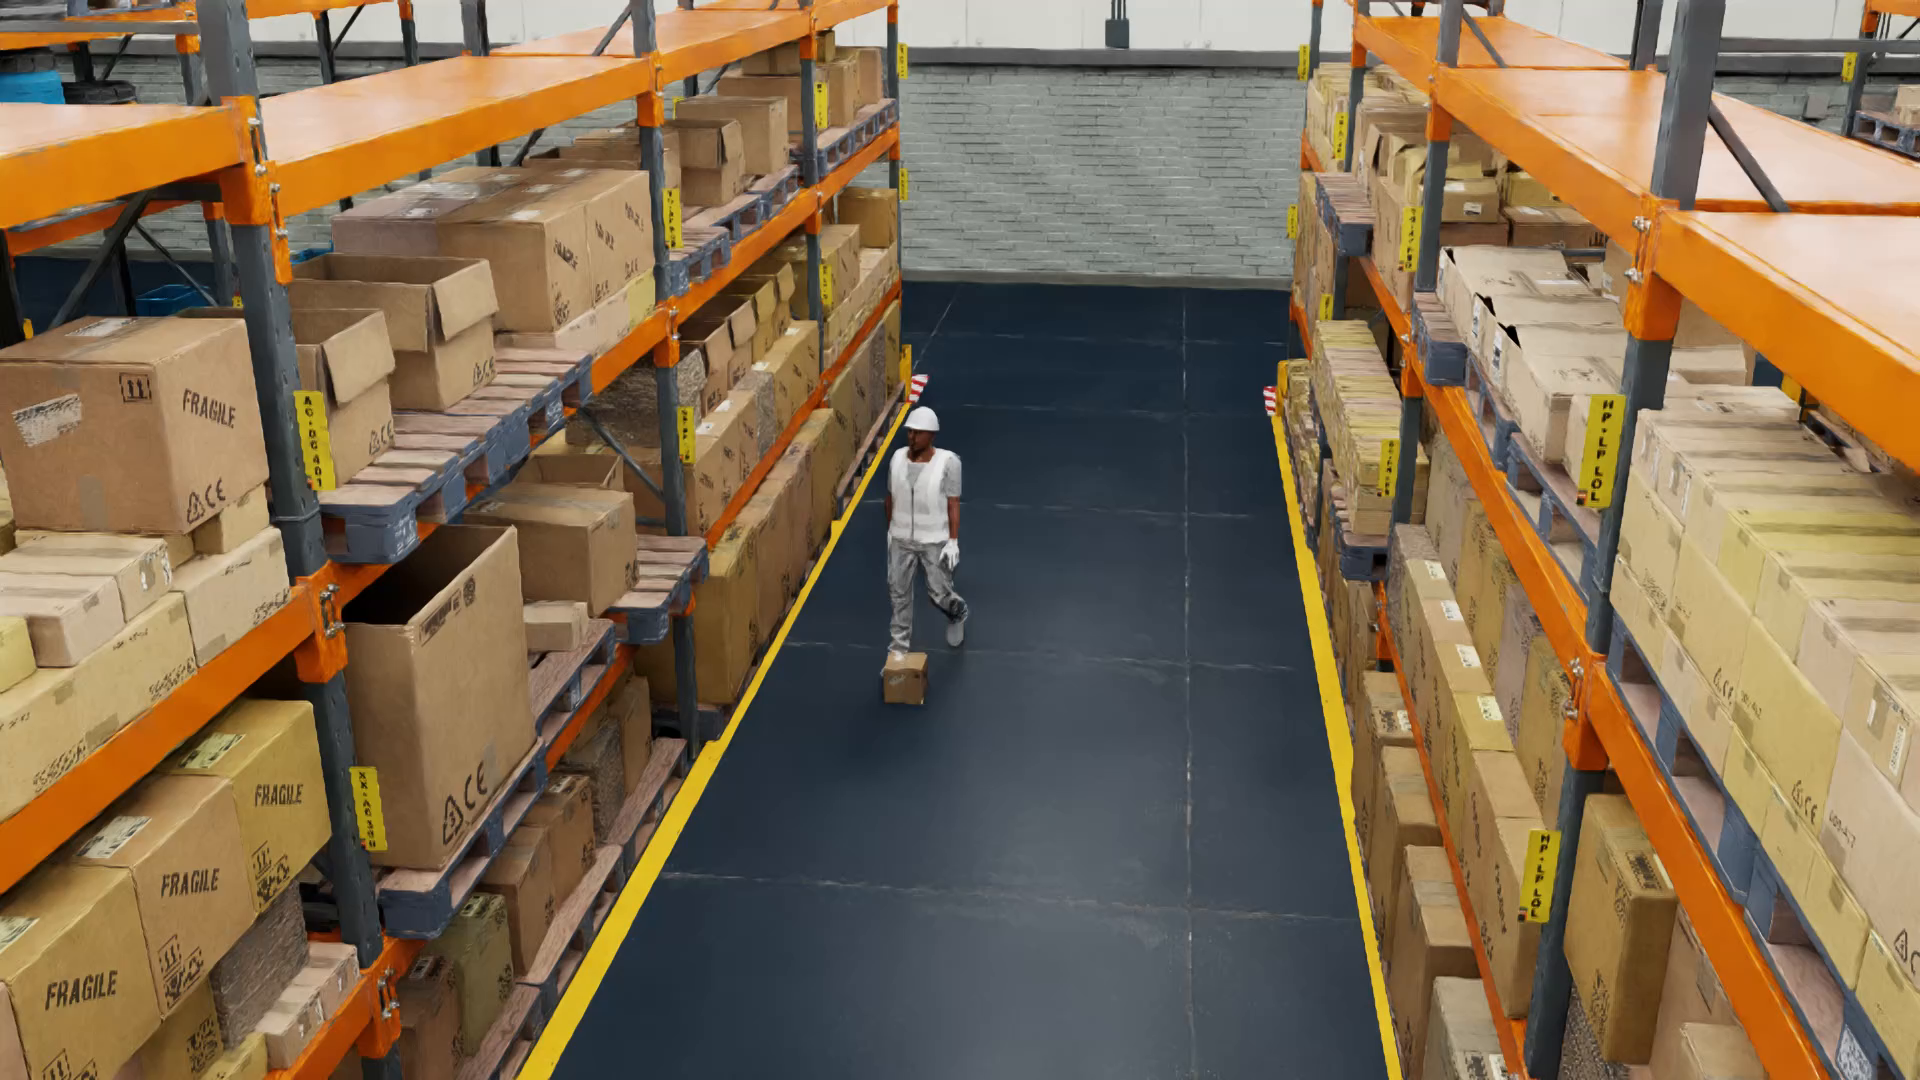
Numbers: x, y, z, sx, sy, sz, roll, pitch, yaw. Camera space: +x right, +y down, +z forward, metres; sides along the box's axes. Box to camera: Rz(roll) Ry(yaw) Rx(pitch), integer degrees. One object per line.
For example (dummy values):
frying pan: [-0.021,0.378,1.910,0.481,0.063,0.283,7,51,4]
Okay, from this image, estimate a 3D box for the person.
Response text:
person: [-0.263,0.001,11.025,0.575,1.772,0.796,7,22,19]
